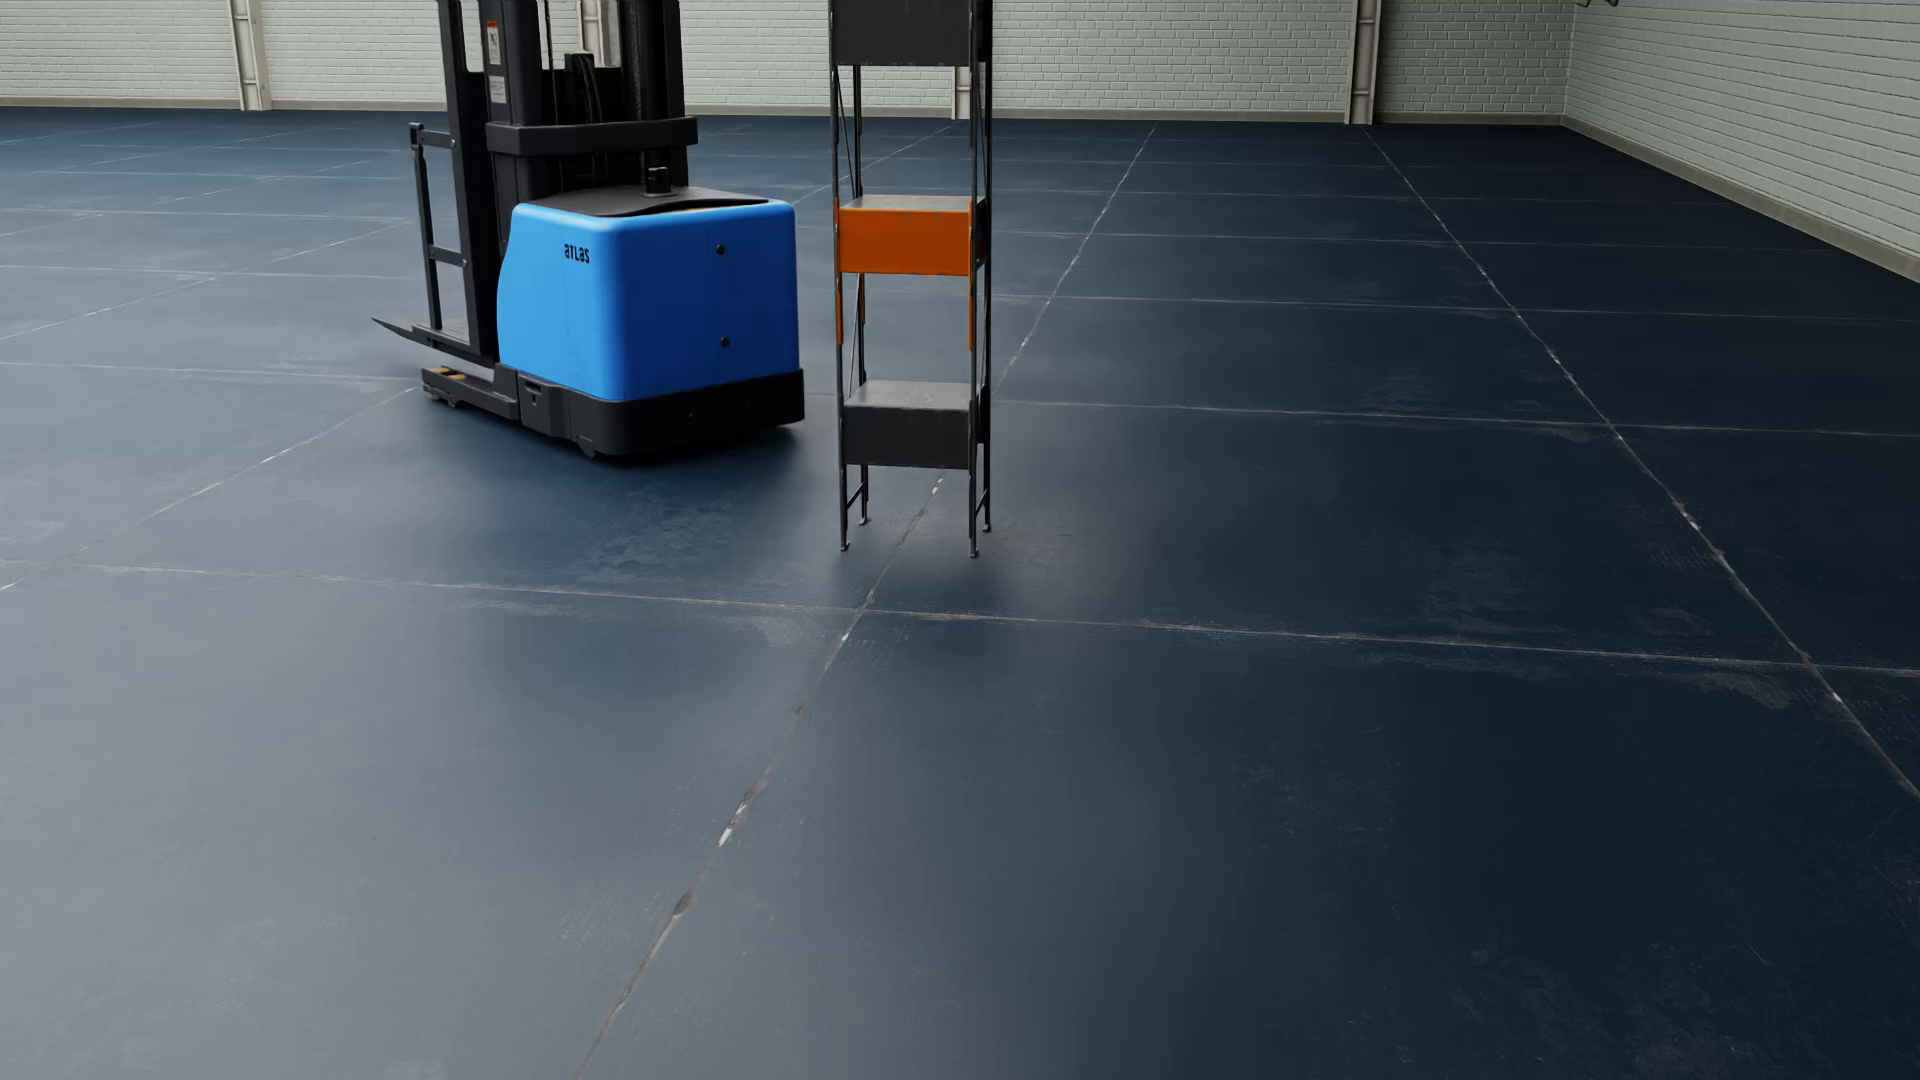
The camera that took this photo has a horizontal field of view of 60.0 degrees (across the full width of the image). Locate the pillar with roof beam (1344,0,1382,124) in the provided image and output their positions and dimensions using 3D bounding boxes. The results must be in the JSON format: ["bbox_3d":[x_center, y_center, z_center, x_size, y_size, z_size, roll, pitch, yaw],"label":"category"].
[{"bbox_3d":[5.328,-9.211,19.649,0.400,9.000,9.100,3,19,9],"label":"pillar with roof beam"}]

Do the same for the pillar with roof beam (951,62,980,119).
[{"bbox_3d":[-0.596,-9.513,20.551,0.400,9.000,9.100,3,19,9],"label":"pillar with roof beam"}]

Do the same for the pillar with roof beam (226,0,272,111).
[{"bbox_3d":[-12.444,-10.116,22.356,0.400,9.000,9.100,3,19,9],"label":"pillar with roof beam"}]

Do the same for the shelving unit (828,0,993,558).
[{"bbox_3d":[-0.163,-1.004,5.995,0.503,2.100,0.431,3,19,9],"label":"shelving unit"}]

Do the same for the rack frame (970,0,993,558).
[{"bbox_3d":[0.078,-0.992,5.958,0.015,2.100,0.400,3,19,9],"label":"rack frame"}]

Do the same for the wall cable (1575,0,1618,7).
[{"bbox_3d":[8.710,-8.524,22.491,0.112,2.526,3.097,3,19,9],"label":"wall cable"}]

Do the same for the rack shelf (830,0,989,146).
[{"bbox_3d":[-0.163,-1.655,5.777,0.480,0.518,0.431,3,19,9],"label":"rack shelf"}]

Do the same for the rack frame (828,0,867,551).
[{"bbox_3d":[-0.404,-1.016,6.032,0.015,2.100,0.400,3,19,9],"label":"rack frame"}]

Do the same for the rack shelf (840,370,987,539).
[{"bbox_3d":[-0.163,-0.327,6.221,0.480,0.518,0.431,3,19,9],"label":"rack shelf"}]

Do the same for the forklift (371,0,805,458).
[{"bbox_3d":[-2.070,-2.142,8.086,1.130,2.935,3.031,-15,24,-38],"label":"forklift"}]

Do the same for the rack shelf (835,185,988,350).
[{"bbox_3d":[-0.163,-0.991,5.999,0.480,0.518,0.431,3,19,9],"label":"rack shelf"}]

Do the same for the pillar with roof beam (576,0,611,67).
[{"bbox_3d":[-6.520,-9.814,21.454,0.400,9.000,9.100,3,19,9],"label":"pillar with roof beam"}]
